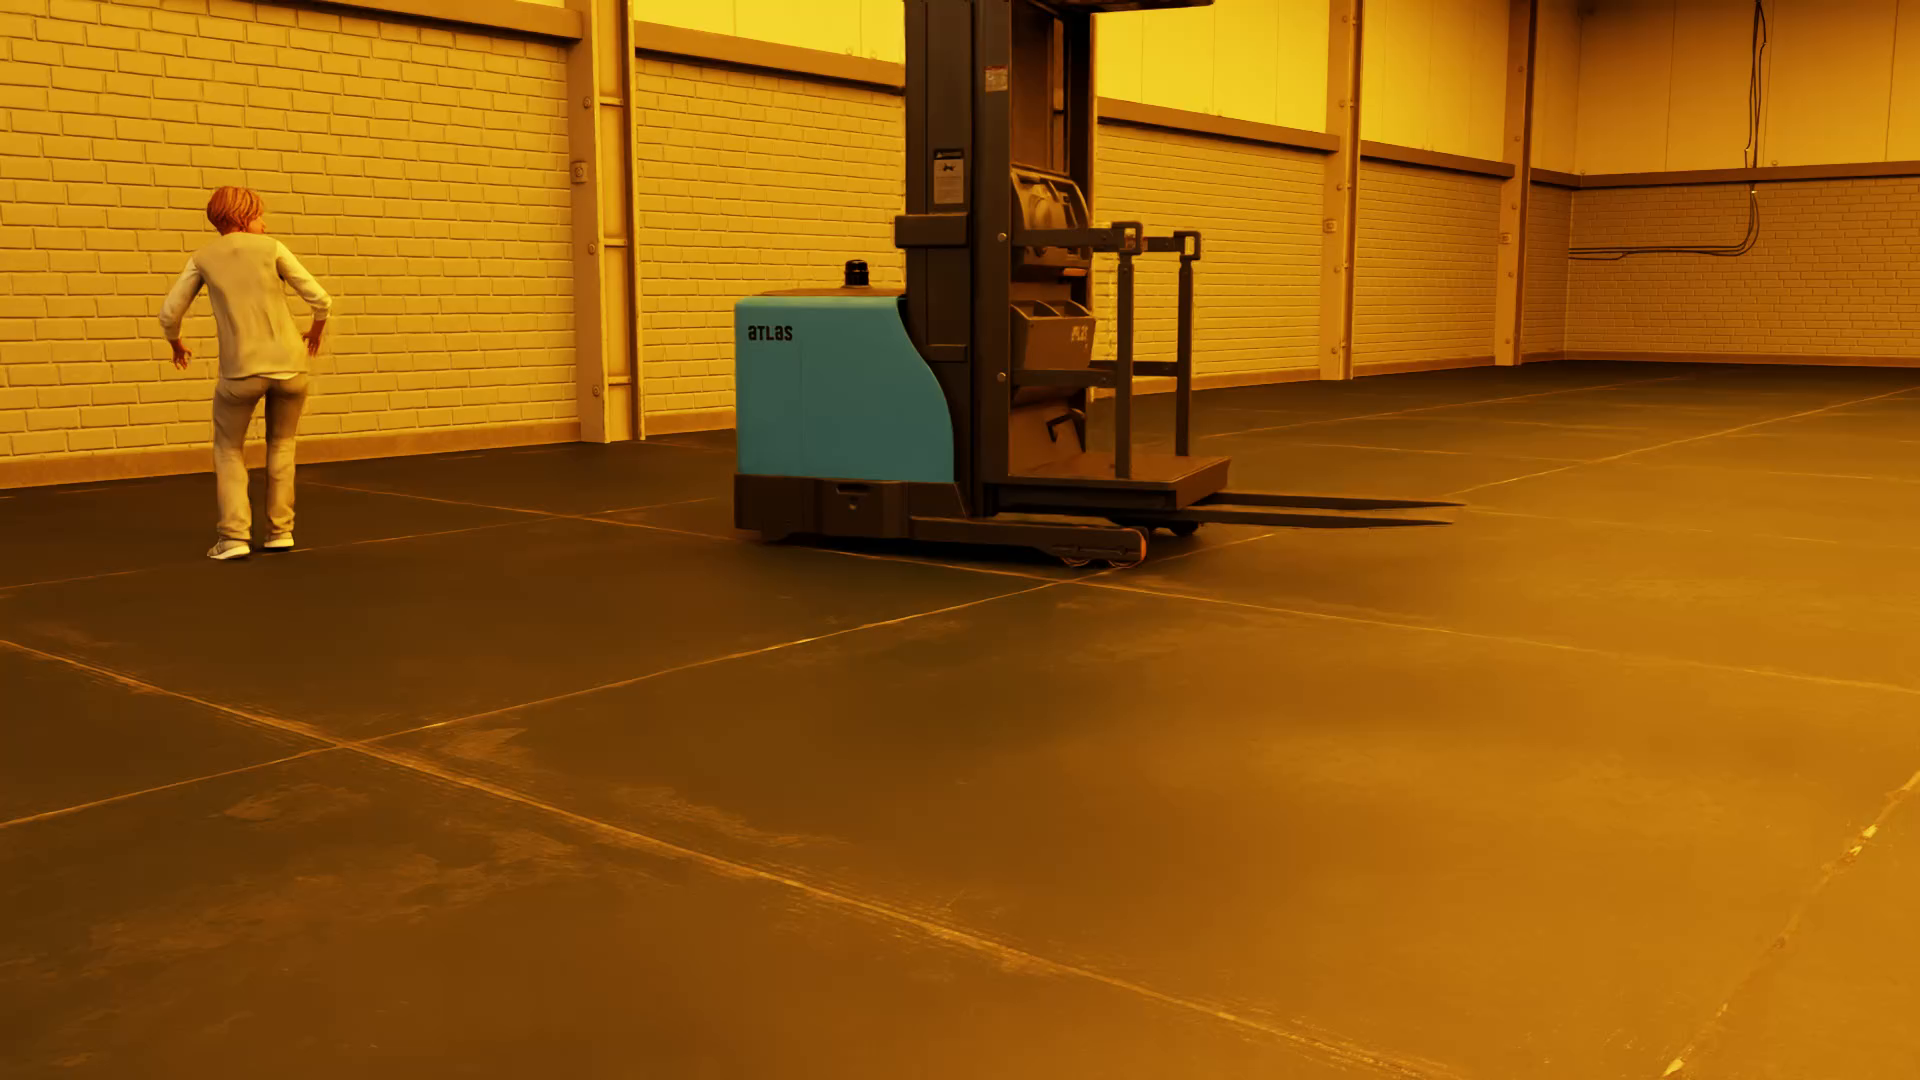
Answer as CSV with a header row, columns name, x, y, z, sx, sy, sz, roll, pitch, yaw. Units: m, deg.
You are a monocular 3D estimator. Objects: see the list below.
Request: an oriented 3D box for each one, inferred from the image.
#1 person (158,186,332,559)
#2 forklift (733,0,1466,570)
name,x,y,z,sx,sy,sz,roll,pitch,yaw
person,-2.978,-0.689,6.967,0.657,1.549,0.570,-4,9,-27
forklift,0.578,-1.420,6.984,3.031,2.935,1.130,3,9,21
